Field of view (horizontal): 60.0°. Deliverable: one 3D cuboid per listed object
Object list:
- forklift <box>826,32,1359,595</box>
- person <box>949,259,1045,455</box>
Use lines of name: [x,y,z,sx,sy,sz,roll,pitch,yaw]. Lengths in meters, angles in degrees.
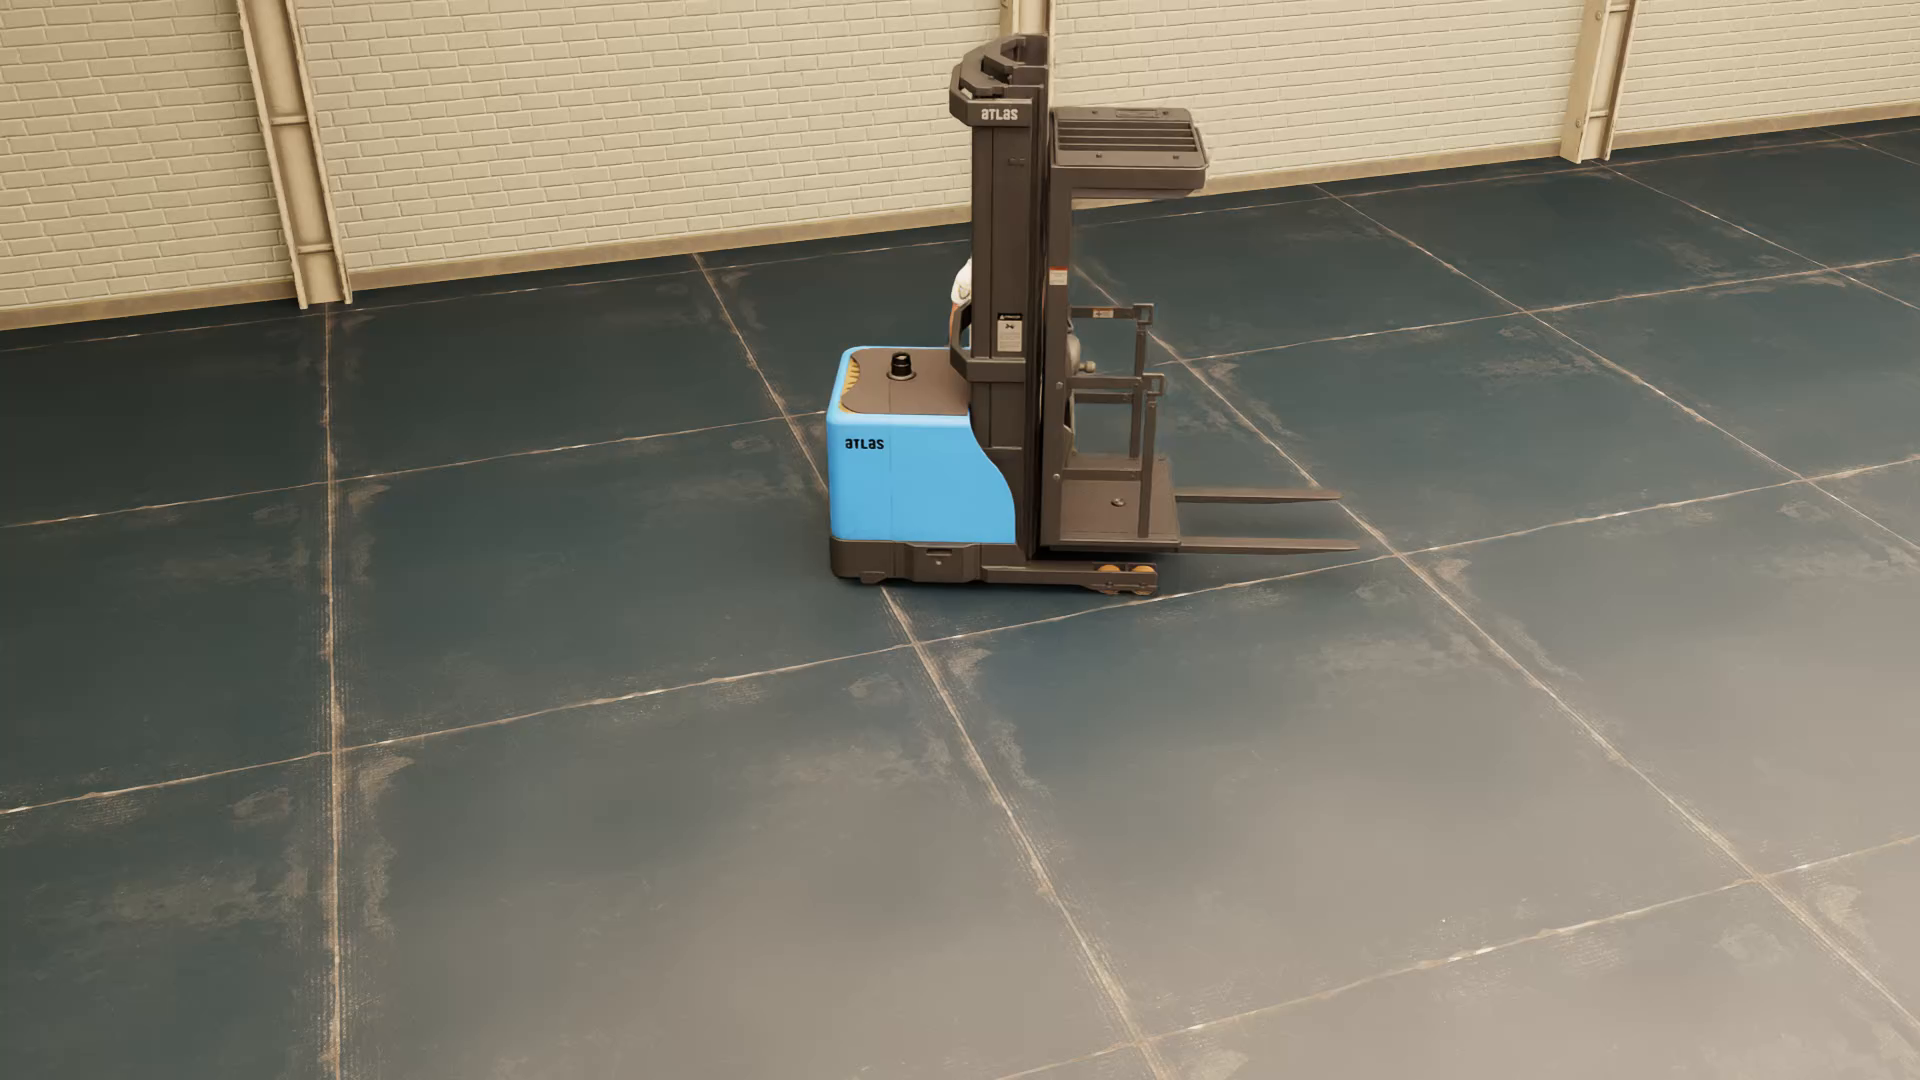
forklift: [0.783,-1.228,9.221,3.031,2.935,1.130,1,30,2]
person: [0.295,-1.201,10.375,0.749,1.733,0.450,-9,31,-15]
